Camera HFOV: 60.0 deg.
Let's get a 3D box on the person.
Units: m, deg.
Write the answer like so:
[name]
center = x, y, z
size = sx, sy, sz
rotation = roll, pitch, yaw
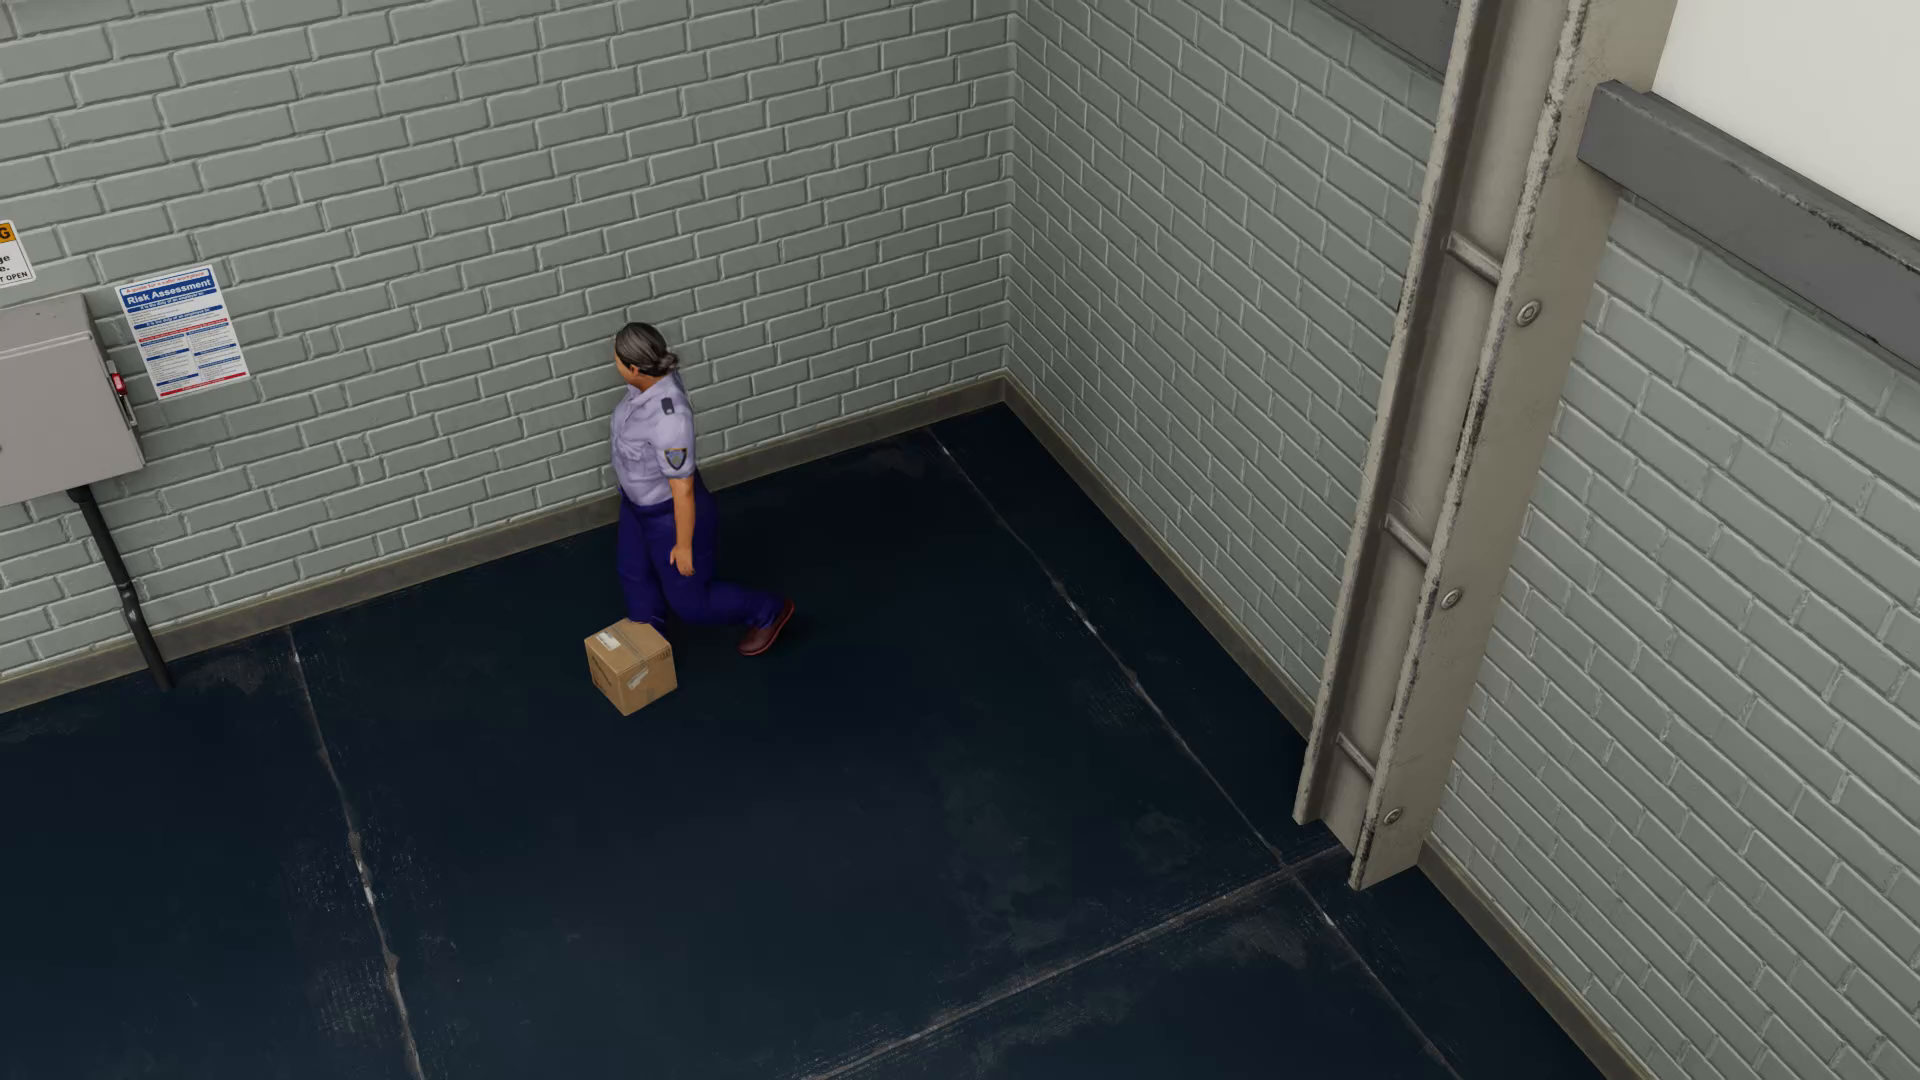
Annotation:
[person]
center = -1.071, -0.122, 6.296
size = 0.815, 1.622, 0.507
rotation = -17, 44, -18
